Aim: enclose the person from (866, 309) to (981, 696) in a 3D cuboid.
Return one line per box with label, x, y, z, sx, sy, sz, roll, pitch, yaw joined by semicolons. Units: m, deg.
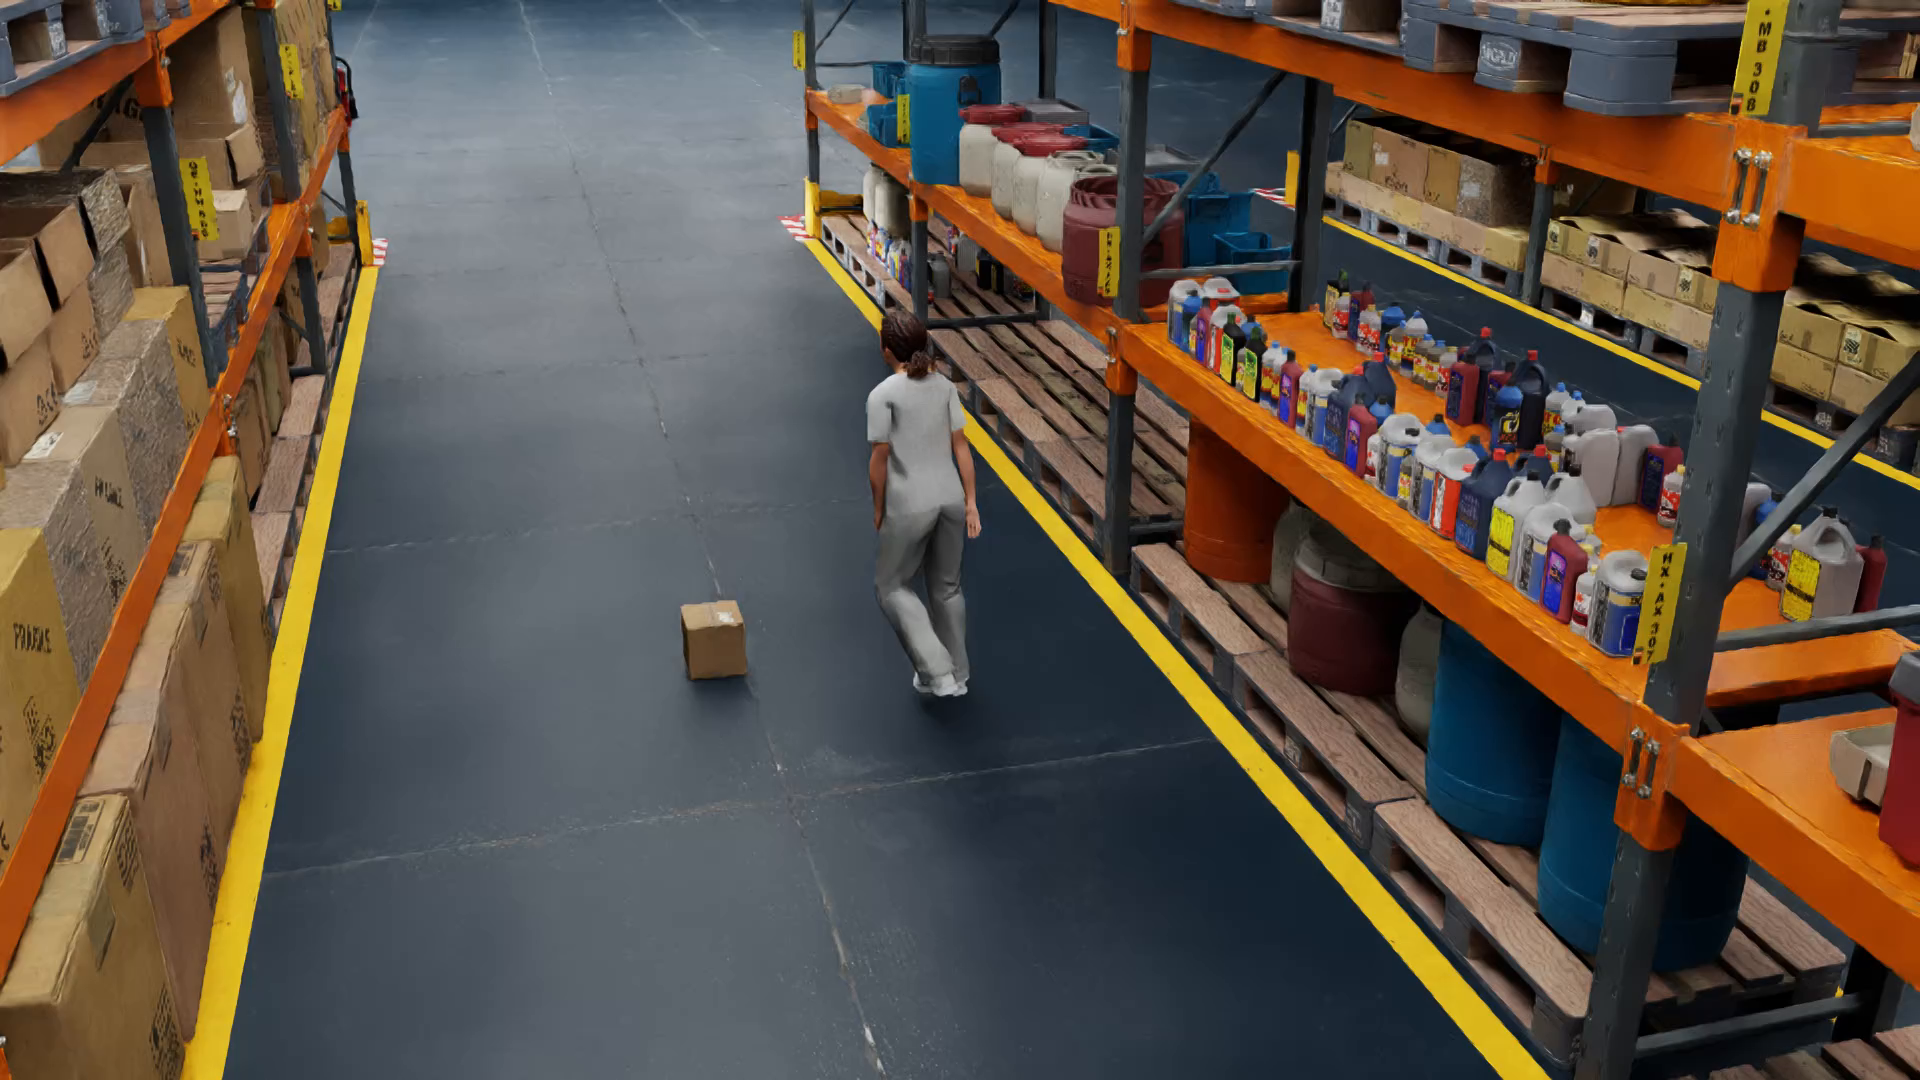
person;-0.131;-0.101;6.867;0.452;1.650;0.615;-16;28;-33
